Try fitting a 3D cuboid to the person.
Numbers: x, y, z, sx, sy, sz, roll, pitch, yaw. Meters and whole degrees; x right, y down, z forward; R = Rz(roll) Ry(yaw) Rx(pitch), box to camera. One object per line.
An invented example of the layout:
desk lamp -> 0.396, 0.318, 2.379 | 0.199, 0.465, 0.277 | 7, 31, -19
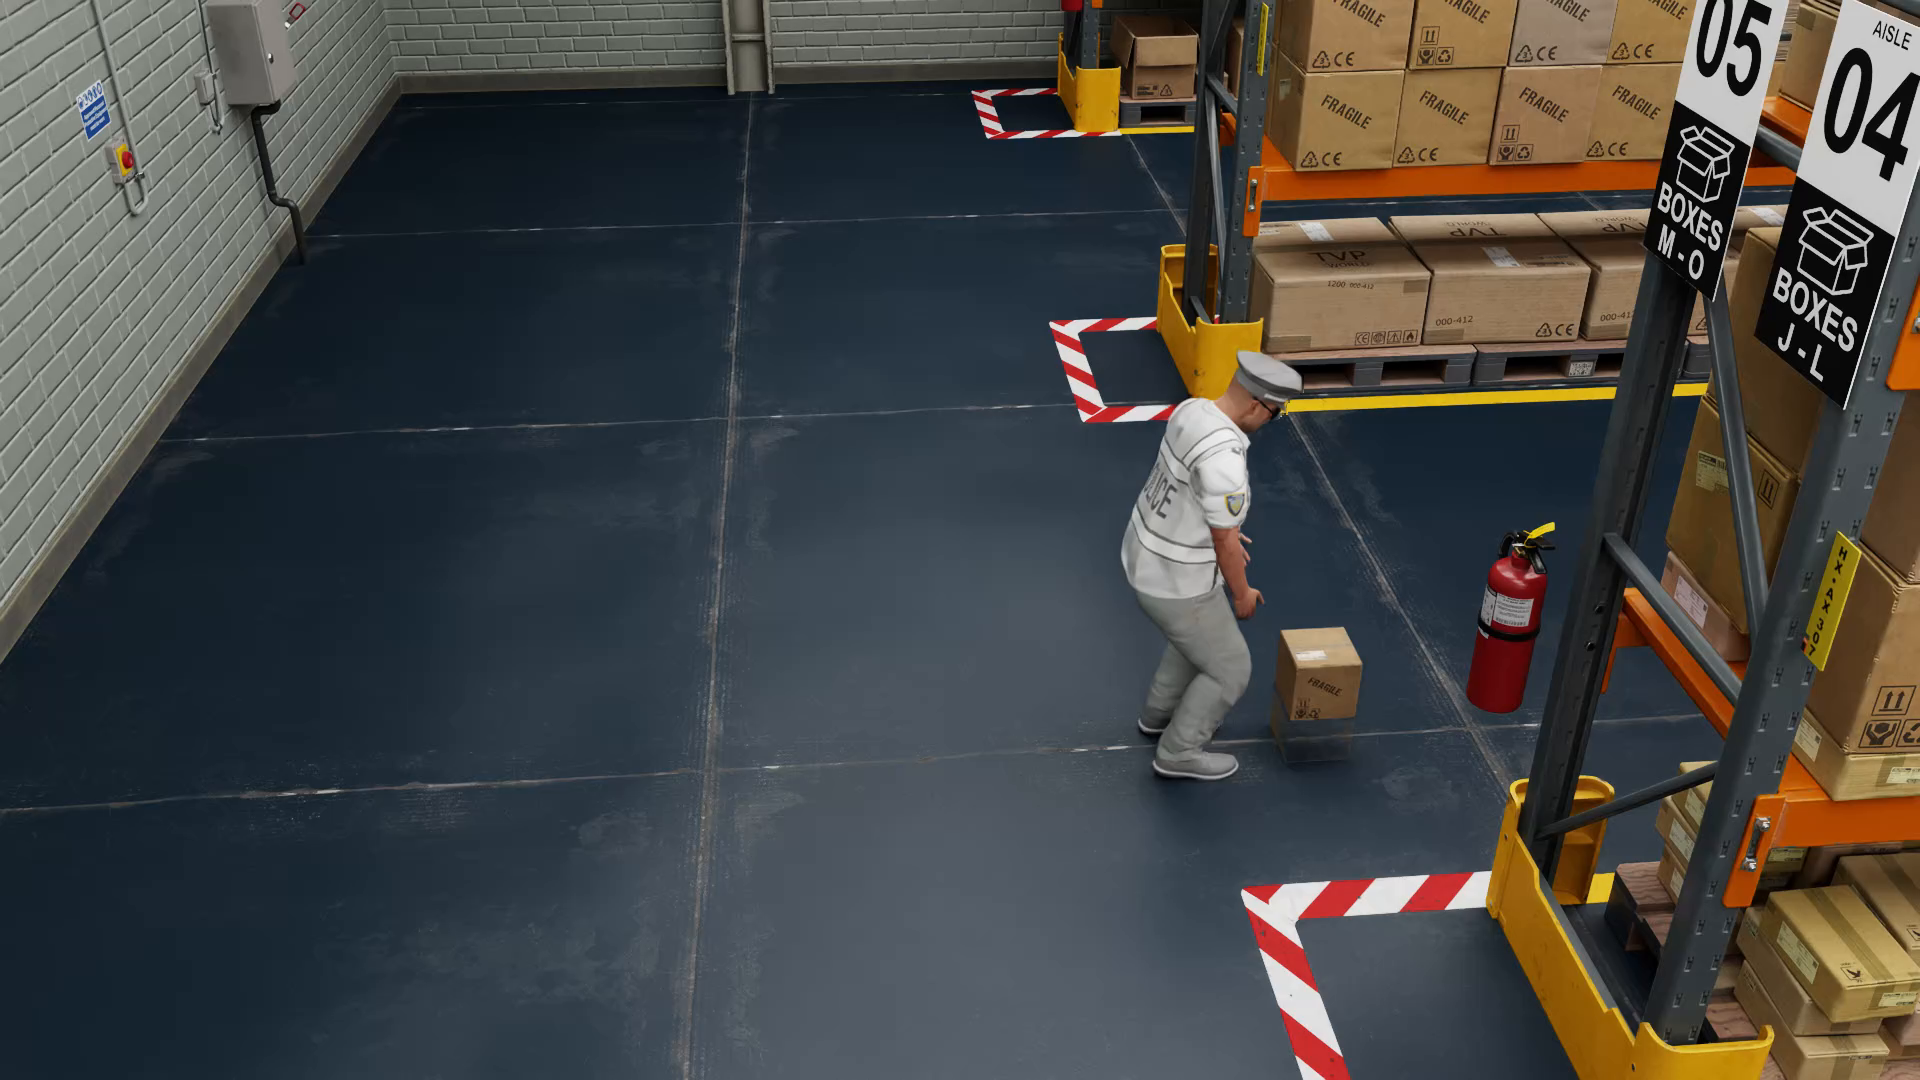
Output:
person -> 0.885, 0.093, 6.085 | 0.585, 1.650, 0.571 | -2, 31, -3
